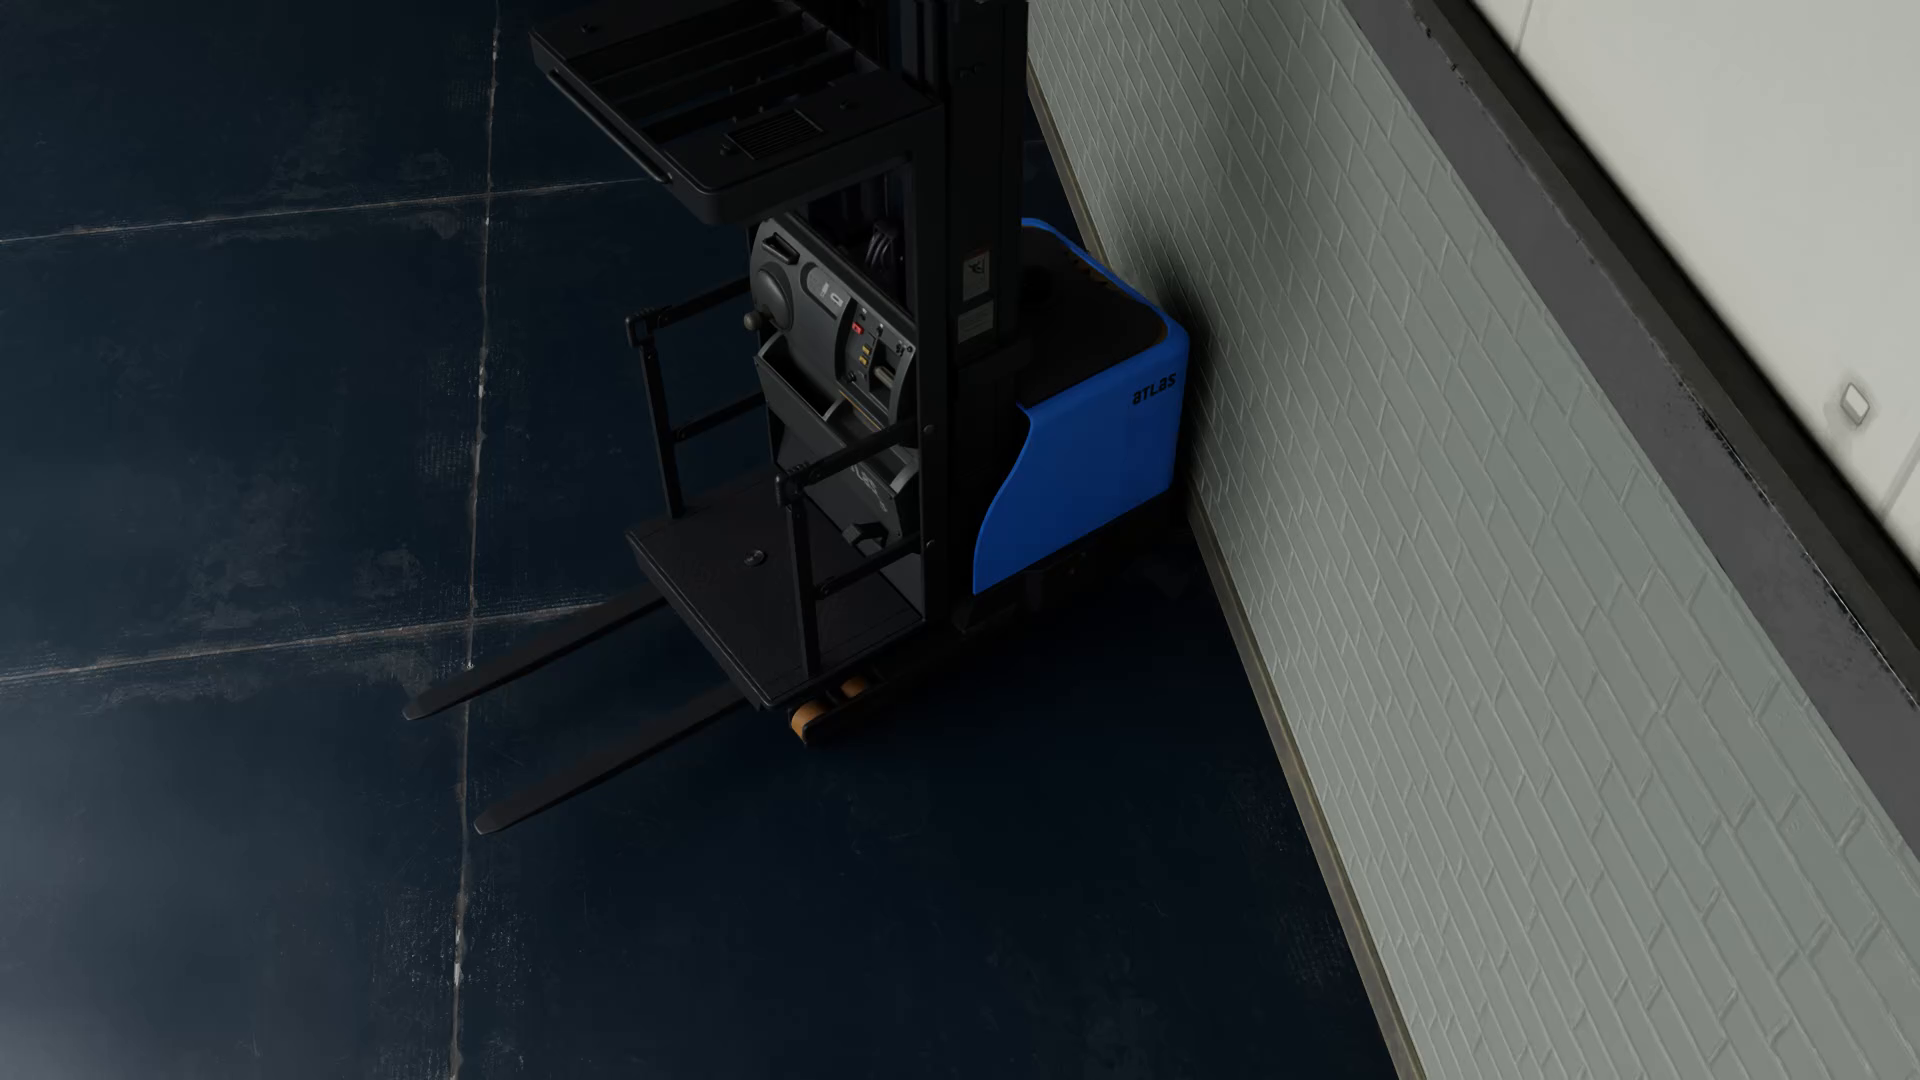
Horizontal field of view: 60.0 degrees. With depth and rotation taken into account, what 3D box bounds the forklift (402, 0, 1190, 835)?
[{"bbox_3d":[-0.610,-0.695,5.577,3.031,2.935,1.130,-28,52,-24],"label":"forklift"}]
